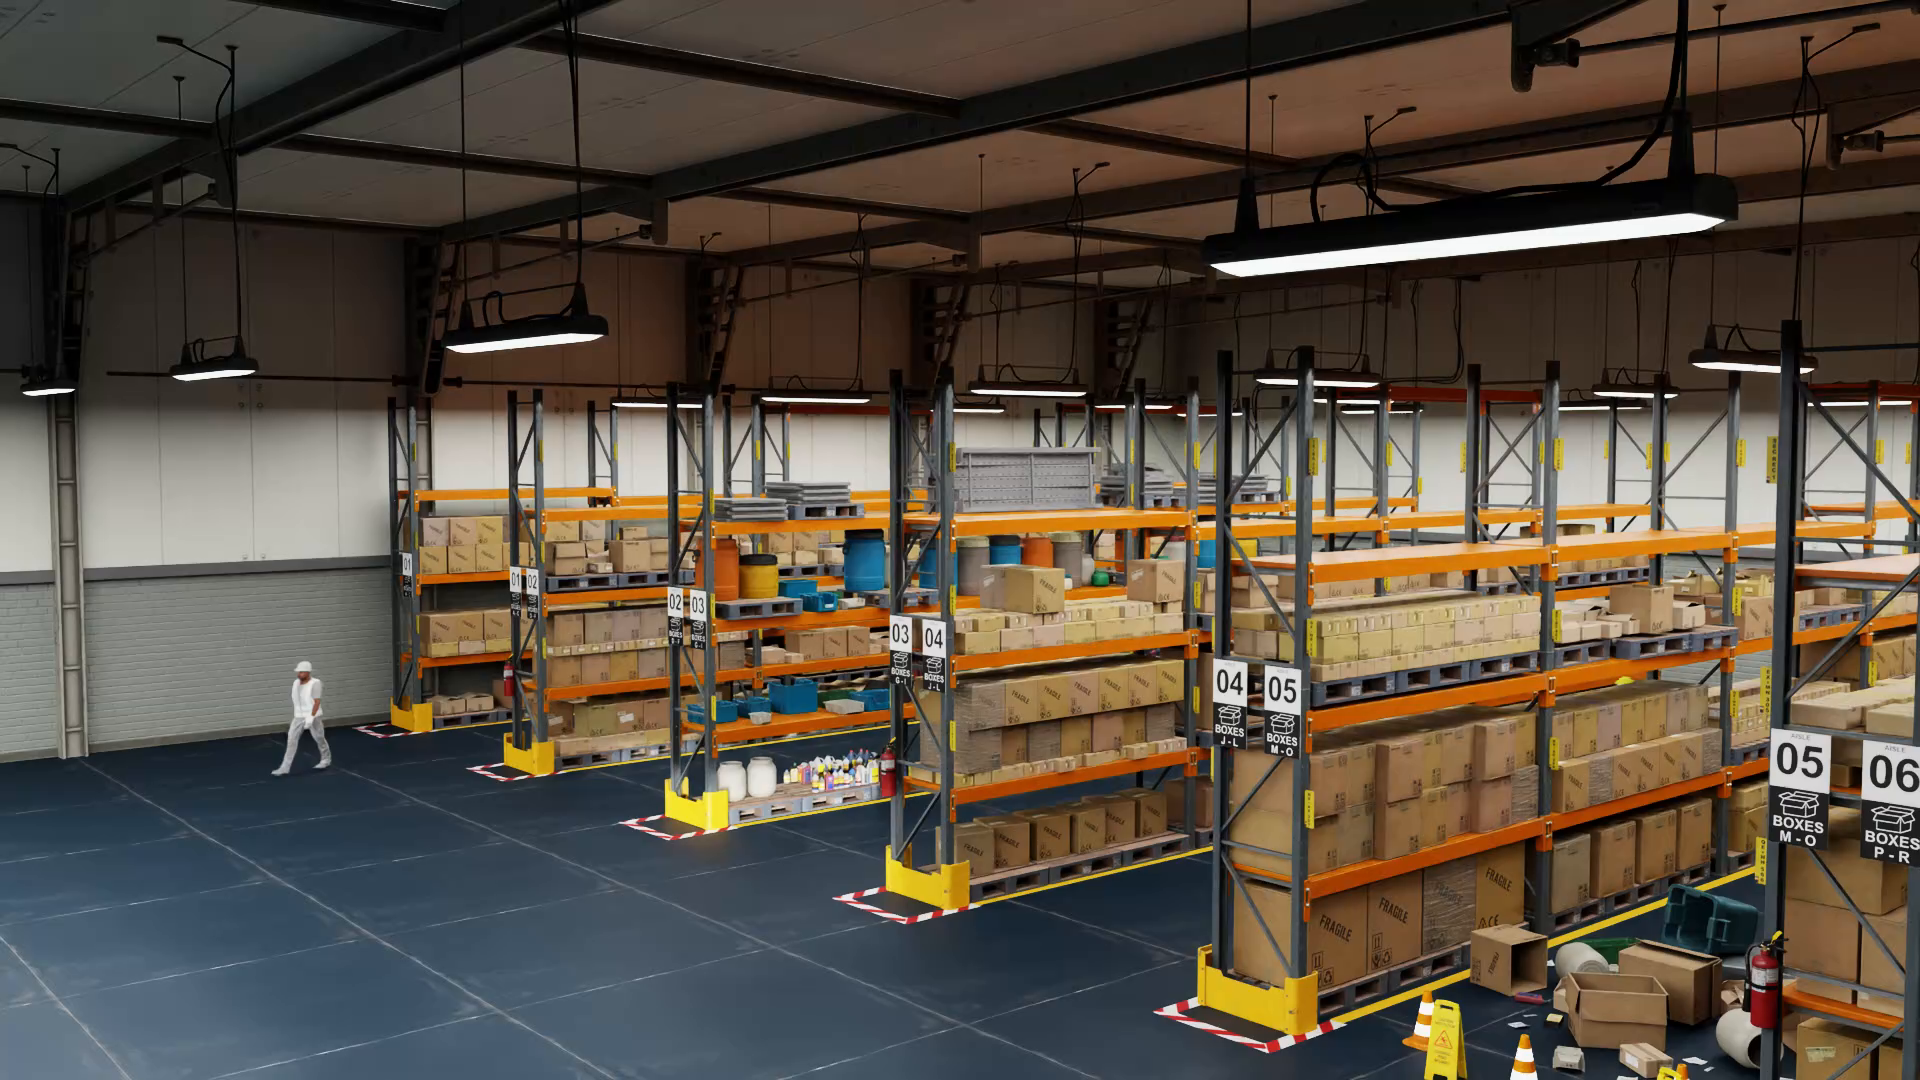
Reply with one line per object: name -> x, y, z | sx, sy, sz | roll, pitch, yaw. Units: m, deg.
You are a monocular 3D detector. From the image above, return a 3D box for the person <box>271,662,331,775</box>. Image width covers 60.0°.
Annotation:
person -> -10.230, 2.753, 25.931 | 0.574, 1.725, 0.993 | 1, 3, 15

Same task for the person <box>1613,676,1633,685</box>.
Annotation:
person -> 10.151, 2.872, 25.000 | 0.680, 1.667, 0.754 | -2, 4, -30
